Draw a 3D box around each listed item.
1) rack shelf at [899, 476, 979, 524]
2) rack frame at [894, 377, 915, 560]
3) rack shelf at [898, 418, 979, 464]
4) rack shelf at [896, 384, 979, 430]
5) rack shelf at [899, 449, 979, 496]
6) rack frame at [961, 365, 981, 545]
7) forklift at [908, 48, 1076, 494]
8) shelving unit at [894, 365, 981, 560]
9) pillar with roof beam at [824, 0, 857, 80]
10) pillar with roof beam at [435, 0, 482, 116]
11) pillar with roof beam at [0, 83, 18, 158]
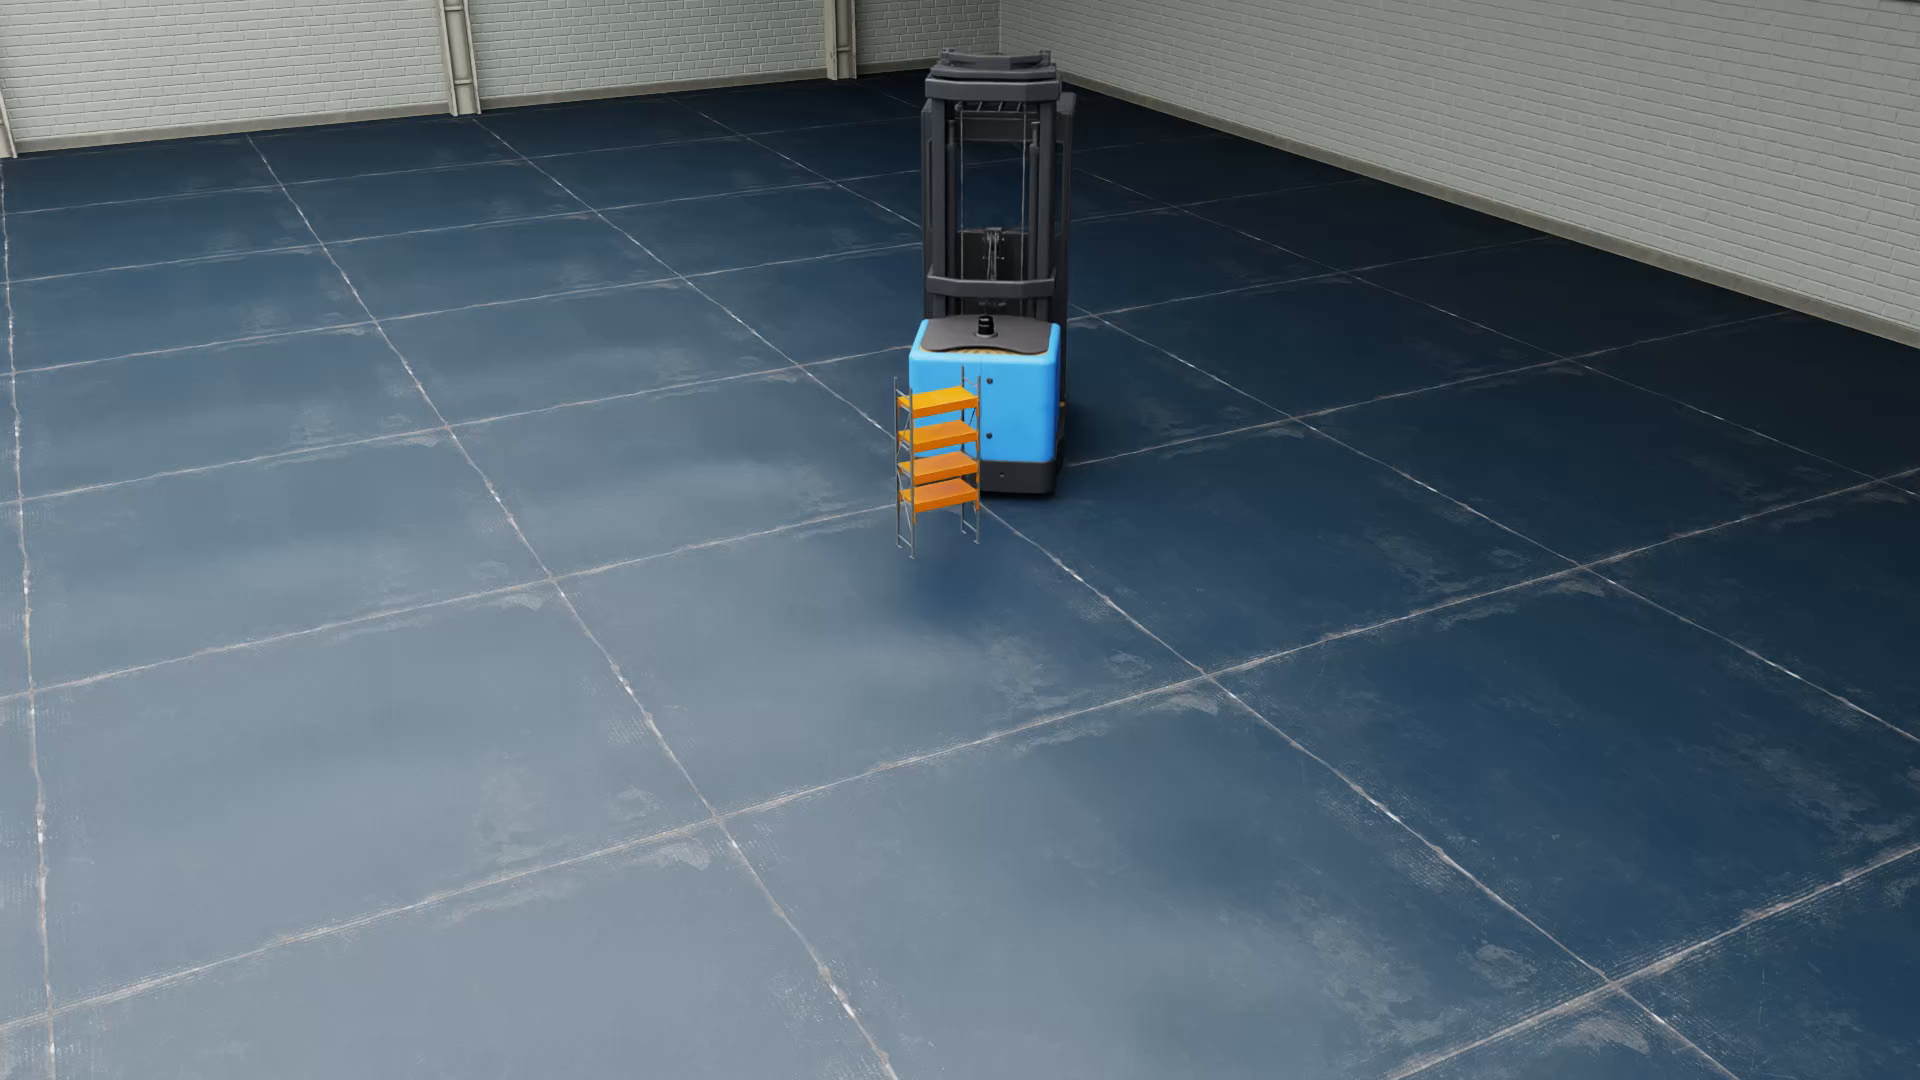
[{"bbox_3d":[-0.146,-0.268,11.035,0.480,0.148,0.258,-13,29,-25],"label":"rack shelf"},{"bbox_3d":[-0.361,-0.457,10.817,0.015,1.200,0.240,-13,29,-25],"label":"rack frame"},{"bbox_3d":[-0.146,-0.648,10.852,0.480,0.148,0.258,-13,29,-25],"label":"rack shelf"},{"bbox_3d":[-0.146,-0.861,10.750,0.480,0.148,0.258,-13,29,-25],"label":"rack shelf"},{"bbox_3d":[-0.146,-0.447,10.949,0.480,0.148,0.258,-13,29,-25],"label":"rack shelf"},{"bbox_3d":[0.069,-0.557,11.024,0.015,1.200,0.240,-13,29,-25],"label":"rack frame"},{"bbox_3d":[0.289,-2.253,12.557,1.130,2.935,3.031,2,26,5],"label":"forklift"},{"bbox_3d":[-0.146,-0.507,10.920,0.503,1.200,0.258,-13,29,-25],"label":"shelving unit"},{"bbox_3d":[0.126,-9.846,21.359,0.400,9.000,9.100,-13,29,-25],"label":"pillar with roof beam"},{"bbox_3d":[-5.168,-8.624,18.814,0.400,9.000,9.100,-13,29,-25],"label":"pillar with roof beam"},{"bbox_3d":[-10.463,-7.402,16.269,0.400,9.000,9.100,-13,29,-25],"label":"pillar with roof beam"}]
